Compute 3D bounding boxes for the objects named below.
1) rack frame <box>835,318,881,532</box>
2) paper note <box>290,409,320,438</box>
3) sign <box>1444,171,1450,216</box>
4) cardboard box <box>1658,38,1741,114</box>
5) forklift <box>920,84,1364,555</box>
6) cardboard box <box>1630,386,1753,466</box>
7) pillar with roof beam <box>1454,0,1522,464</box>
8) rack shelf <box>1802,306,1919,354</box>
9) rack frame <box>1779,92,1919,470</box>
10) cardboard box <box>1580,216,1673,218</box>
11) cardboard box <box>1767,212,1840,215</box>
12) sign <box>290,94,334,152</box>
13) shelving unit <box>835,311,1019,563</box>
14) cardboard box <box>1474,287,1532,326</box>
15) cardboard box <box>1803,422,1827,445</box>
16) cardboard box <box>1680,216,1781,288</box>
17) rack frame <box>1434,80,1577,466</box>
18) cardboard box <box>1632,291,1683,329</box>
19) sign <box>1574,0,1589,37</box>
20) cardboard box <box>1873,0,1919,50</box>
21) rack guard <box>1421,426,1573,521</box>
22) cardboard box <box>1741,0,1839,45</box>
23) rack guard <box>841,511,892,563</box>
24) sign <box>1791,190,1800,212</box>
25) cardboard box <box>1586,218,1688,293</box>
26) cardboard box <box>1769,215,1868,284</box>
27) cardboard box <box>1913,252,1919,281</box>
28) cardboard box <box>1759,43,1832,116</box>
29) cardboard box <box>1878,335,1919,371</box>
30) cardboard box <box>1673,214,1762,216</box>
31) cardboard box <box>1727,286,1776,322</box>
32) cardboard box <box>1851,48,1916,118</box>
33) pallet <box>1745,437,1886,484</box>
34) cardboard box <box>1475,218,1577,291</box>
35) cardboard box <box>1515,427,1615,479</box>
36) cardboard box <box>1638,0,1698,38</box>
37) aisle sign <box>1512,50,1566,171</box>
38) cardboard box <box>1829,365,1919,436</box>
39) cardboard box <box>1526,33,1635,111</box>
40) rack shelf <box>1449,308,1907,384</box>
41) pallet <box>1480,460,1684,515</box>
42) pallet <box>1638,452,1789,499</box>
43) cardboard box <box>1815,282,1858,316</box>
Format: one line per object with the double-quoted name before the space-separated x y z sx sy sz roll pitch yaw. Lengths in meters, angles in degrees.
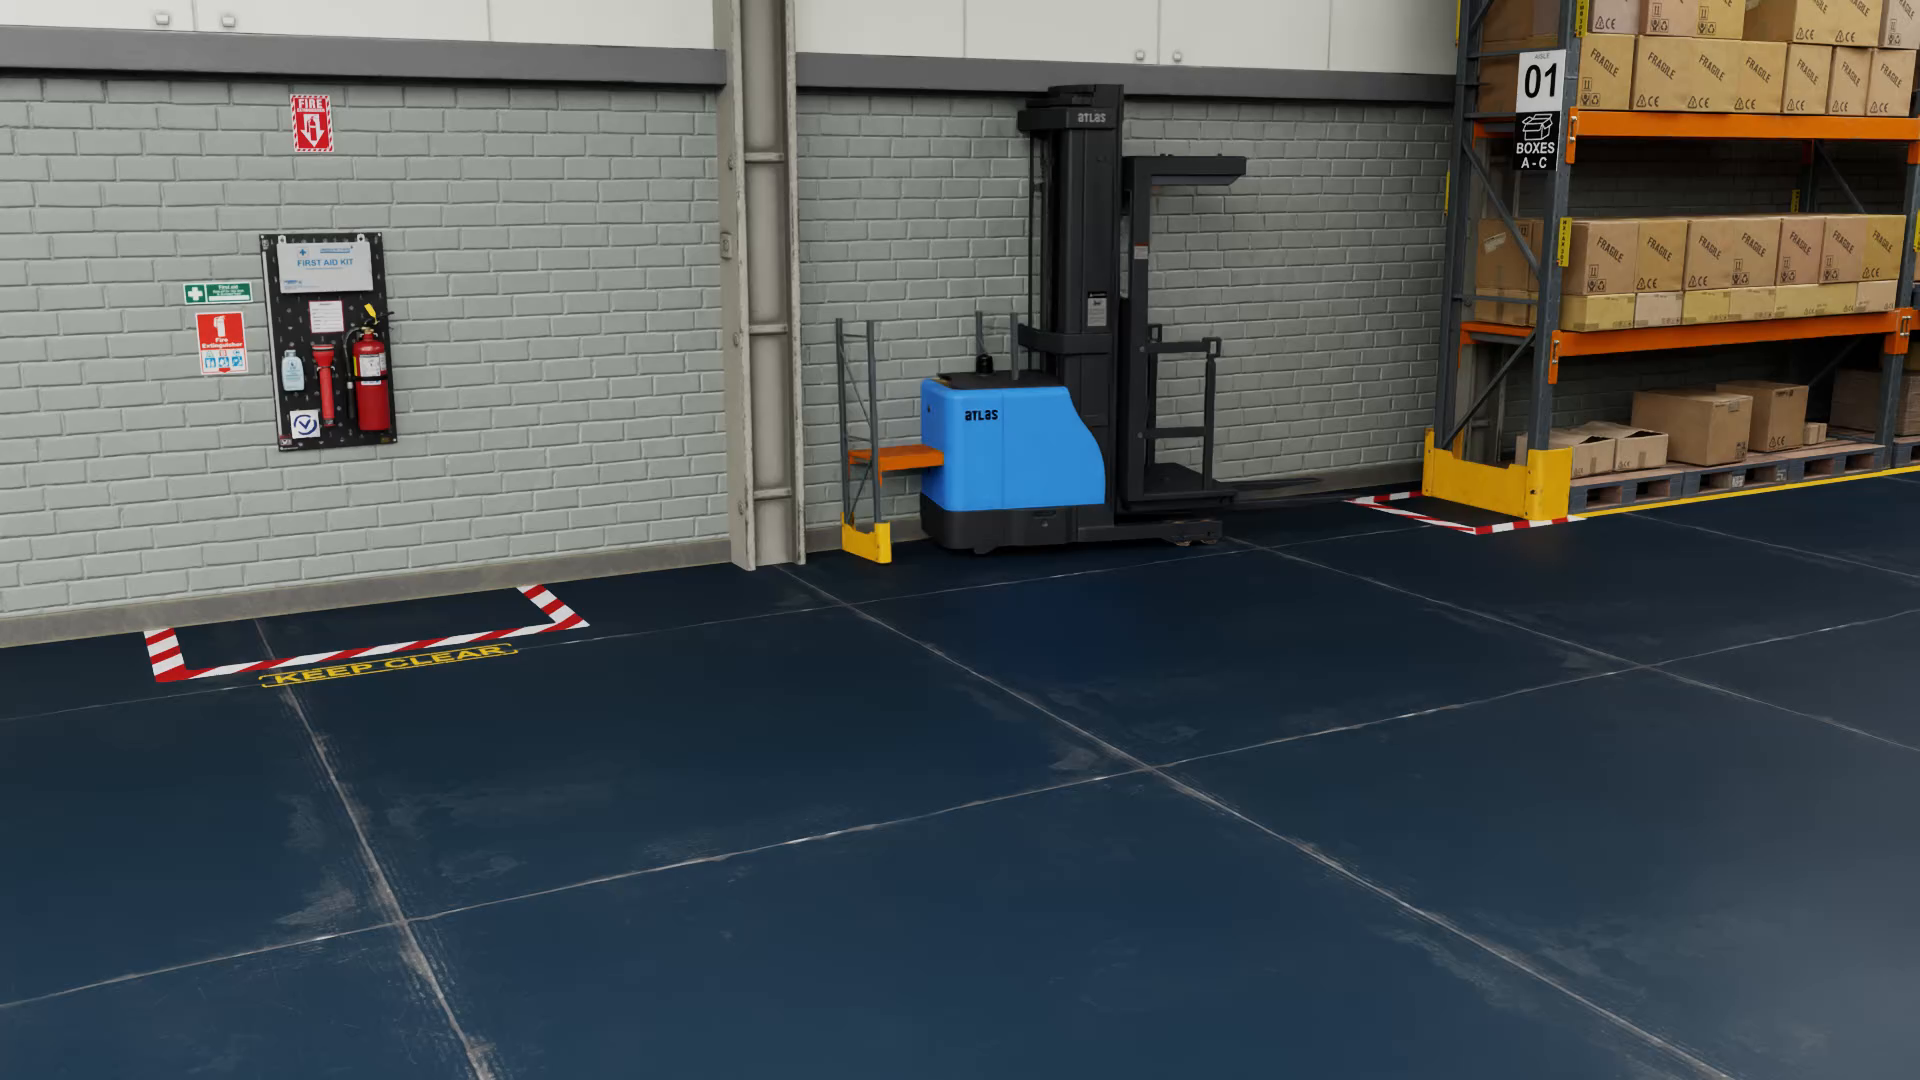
"rack frame" -0.636 -0.634 10.460 0.032 1.500 0.500 -7 11 -28
"paper note" -3.587 -0.636 9.109 0.142 0.148 0.016 -7 14 -28
"sign" 3.607 -2.542 12.218 0.005 0.325 0.100 -7 14 -28
"cardboard box" 5.211 -3.328 11.961 0.500 0.500 0.500 -6 14 -25
"forklift" 1.234 -1.496 11.081 3.031 2.935 1.130 -4 13 -15
"cardboard box" 5.674 -0.892 12.934 0.500 0.500 0.700 -8 15 -31
"pillar with roof beam" 6.118 -4.052 8.618 0.400 9.000 9.100 -7 14 -28
"rack shelf" 9.122 -1.995 14.779 4.000 0.370 1.077 -7 14 -28
"rack frame" 7.366 -2.135 13.765 0.127 3.000 1.000 -7 14 -28
"cardboard box" 5.065 -2.214 12.701 0.500 0.500 0.500 -7 15 -29
"cardboard box" 6.854 -2.428 13.656 0.500 0.500 0.500 -7 15 -29
"sign" -3.453 -2.220 8.863 0.199 0.298 0.001 -7 14 -28
"shelving unit" -0.182 -0.691 10.703 1.083 1.500 0.587 -7 11 -28
"cardboard box" 4.173 -1.737 12.294 0.500 0.250 0.500 -7 14 -27
"cardboard box" 6.911 -0.905 13.752 0.250 0.166 0.380 -9 16 -35
"cardboard box" 5.761 -2.169 12.503 0.500 0.500 0.500 -6 14 -26
"rack frame" 3.855 -1.714 11.895 0.127 3.000 1.000 -7 14 -28
"cardboard box" 4.885 -1.698 12.120 0.500 0.250 0.500 -7 15 -30
"sign" 4.115 -3.500 11.005 0.005 0.325 0.100 -7 14 -28
"cardboard box" 7.056 -4.040 12.846 0.500 0.500 0.500 -8 15 -33
"rack guard" 3.922 -0.503 12.205 0.348 0.500 1.175 -7 14 -28
"cardboard box" 6.127 -3.923 12.328 0.500 0.500 0.500 -7 15 -30
"rack guard" -0.600 -0.021 10.578 0.087 0.250 0.587 -7 11 -28
"sign" 7.097 -2.807 14.111 0.005 0.325 0.100 -7 14 -28
"cardboard box" 4.857 -2.059 12.015 0.500 0.500 0.500 -7 14 -28
"cardboard box" 6.664 -2.275 12.973 0.500 0.500 0.500 -7 14 -28
"cardboard box" 7.829 -2.446 13.914 0.500 0.500 0.700 -7 14 -28
"cardboard box" 6.123 -3.440 12.458 0.500 0.500 0.500 -7 15 -30
"cardboard box" 8.389 -1.624 14.476 0.500 0.250 0.500 -7 15 -29
"cardboard box" 5.958 -2.323 13.189 0.500 0.500 0.500 -6 14 -26
"cardboard box" 5.779 -1.804 12.588 0.500 0.250 0.500 -7 14 -27
"cardboard box" 7.039 -3.556 12.973 0.500 0.500 0.500 -6 14 -26
"pallet" 6.794 -0.697 13.727 1.213 0.211 1.003 -7 14 -28
"cardboard box" 4.167 -2.107 12.229 0.500 0.500 0.500 -7 14 -28
"cardboard box" 4.506 -0.673 12.388 0.500 0.311 0.500 -9 15 -34
"cardboard box" 4.774 -3.761 11.606 0.500 0.500 0.500 -7 14 -29
"aisle sign" 3.936 -2.917 11.319 0.004 0.787 0.394 -7 14 -28
"cardboard box" 8.004 -1.211 14.349 0.500 0.500 0.700 -6 14 -26
"cardboard box" 4.269 -3.223 11.495 0.500 0.500 0.500 -6 14 -26
"rack shelf" 5.611 -1.574 12.909 4.000 0.370 1.077 -7 14 -28
"pallet" 4.652 -0.441 12.586 1.213 0.211 1.003 -7 14 -28
"pallet" 5.722 -0.568 13.153 1.213 0.211 1.003 -7 14 -28
"cardboard box" 6.654 -1.913 13.072 0.500 0.250 0.500 -7 14 -28
